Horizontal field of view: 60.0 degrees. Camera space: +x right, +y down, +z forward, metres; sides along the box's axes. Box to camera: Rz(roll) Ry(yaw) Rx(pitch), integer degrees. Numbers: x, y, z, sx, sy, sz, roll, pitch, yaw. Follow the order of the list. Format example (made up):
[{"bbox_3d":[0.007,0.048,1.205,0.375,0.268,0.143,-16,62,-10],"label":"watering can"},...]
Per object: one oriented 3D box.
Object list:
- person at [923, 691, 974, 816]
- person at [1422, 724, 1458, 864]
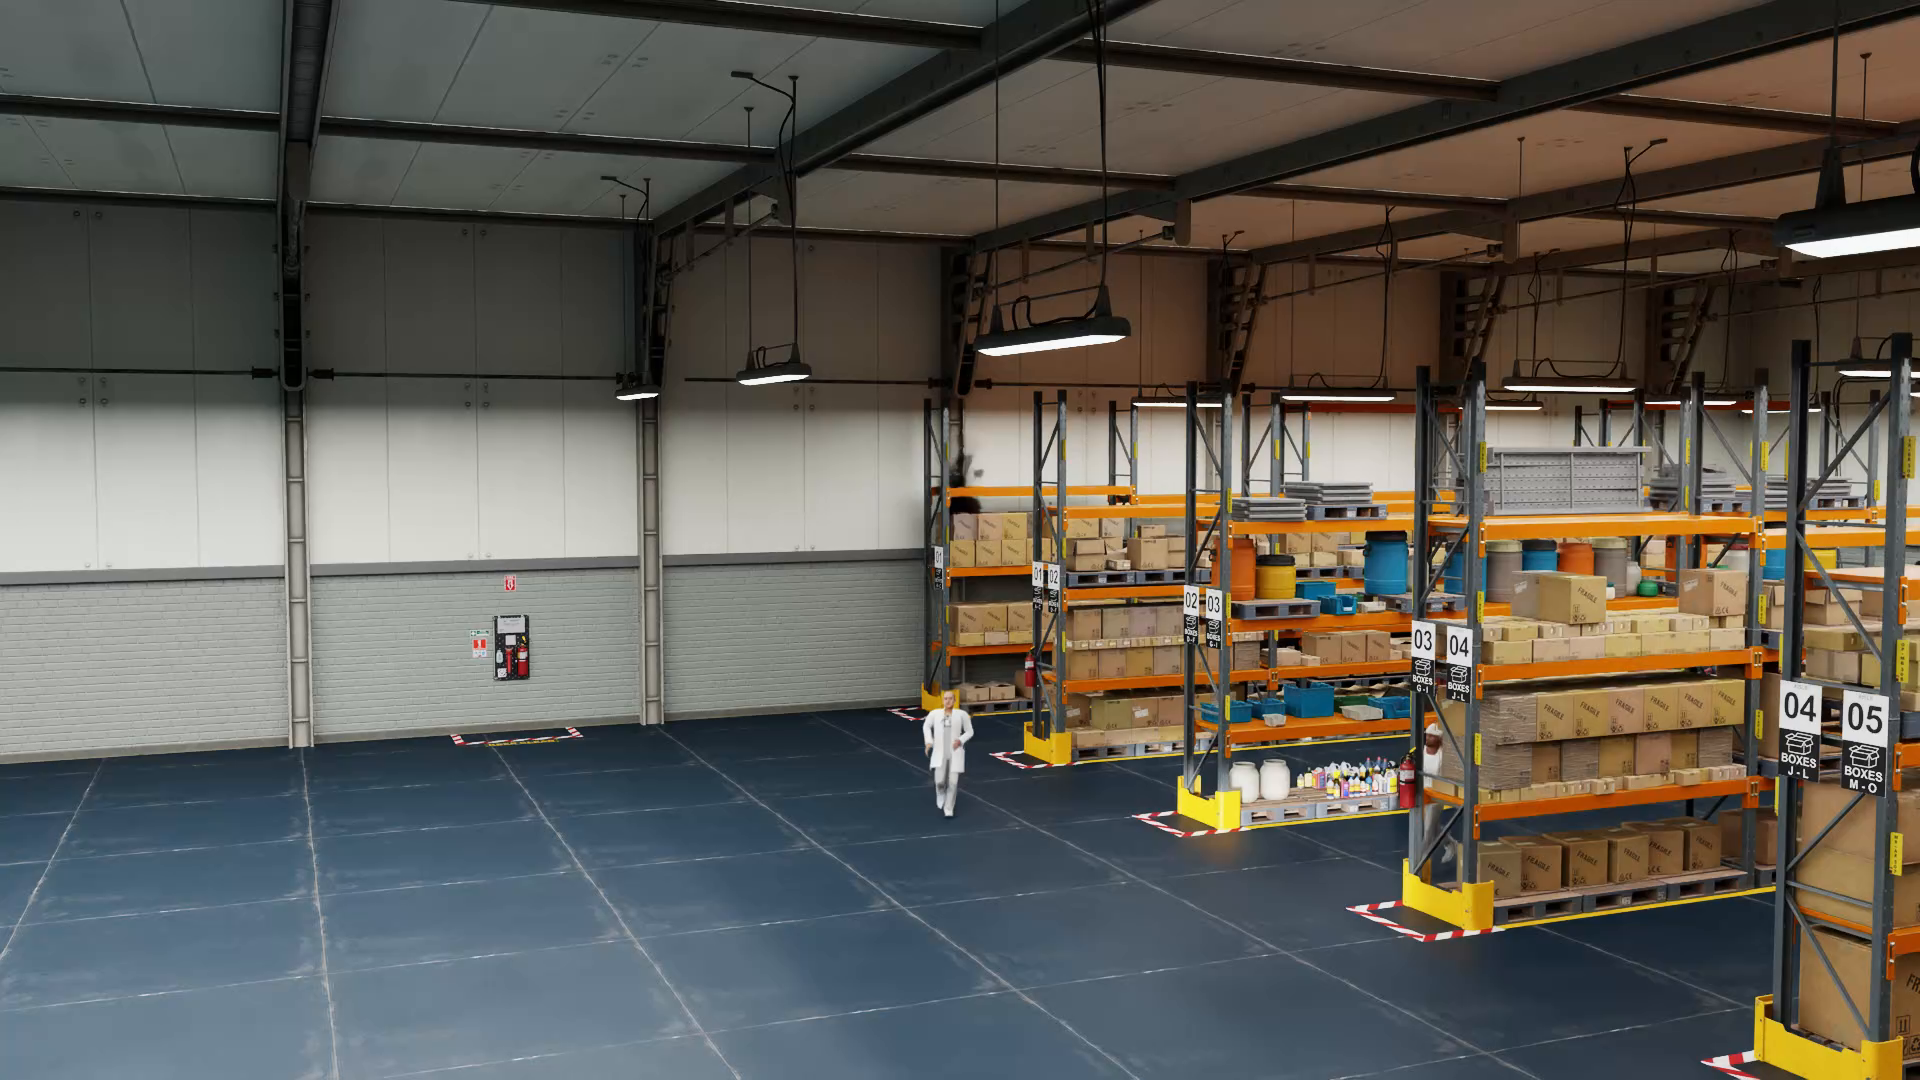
[{"bbox_3d":[-0.169,2.951,22.904,0.714,1.731,0.624,0,3,3],"label":"person"},{"bbox_3d":[5.649,3.081,19.901,0.962,1.771,0.695,-2,4,-28],"label":"person"}]
